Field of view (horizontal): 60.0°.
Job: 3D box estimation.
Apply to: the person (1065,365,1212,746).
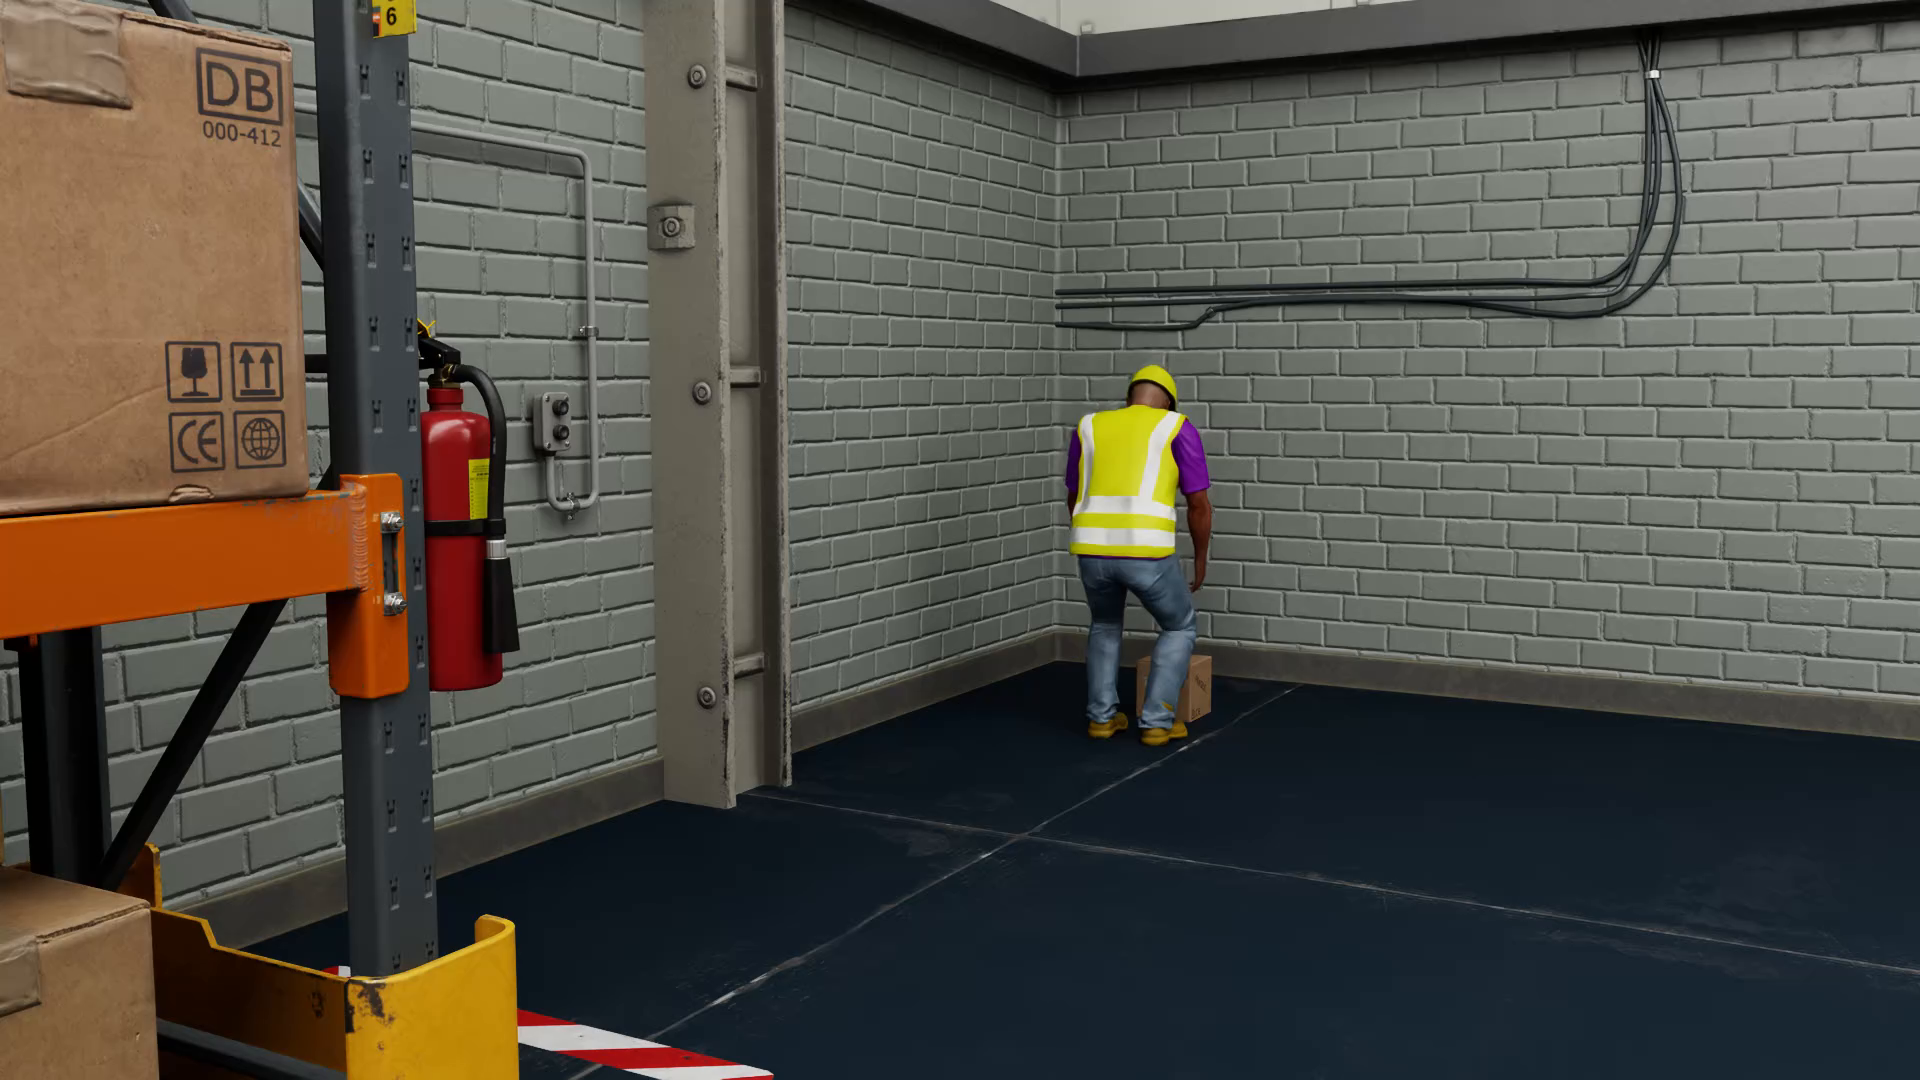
[{"bbox_3d":[0.700,0.046,6.800,0.627,1.517,0.687,3,7,29],"label":"person"}]
